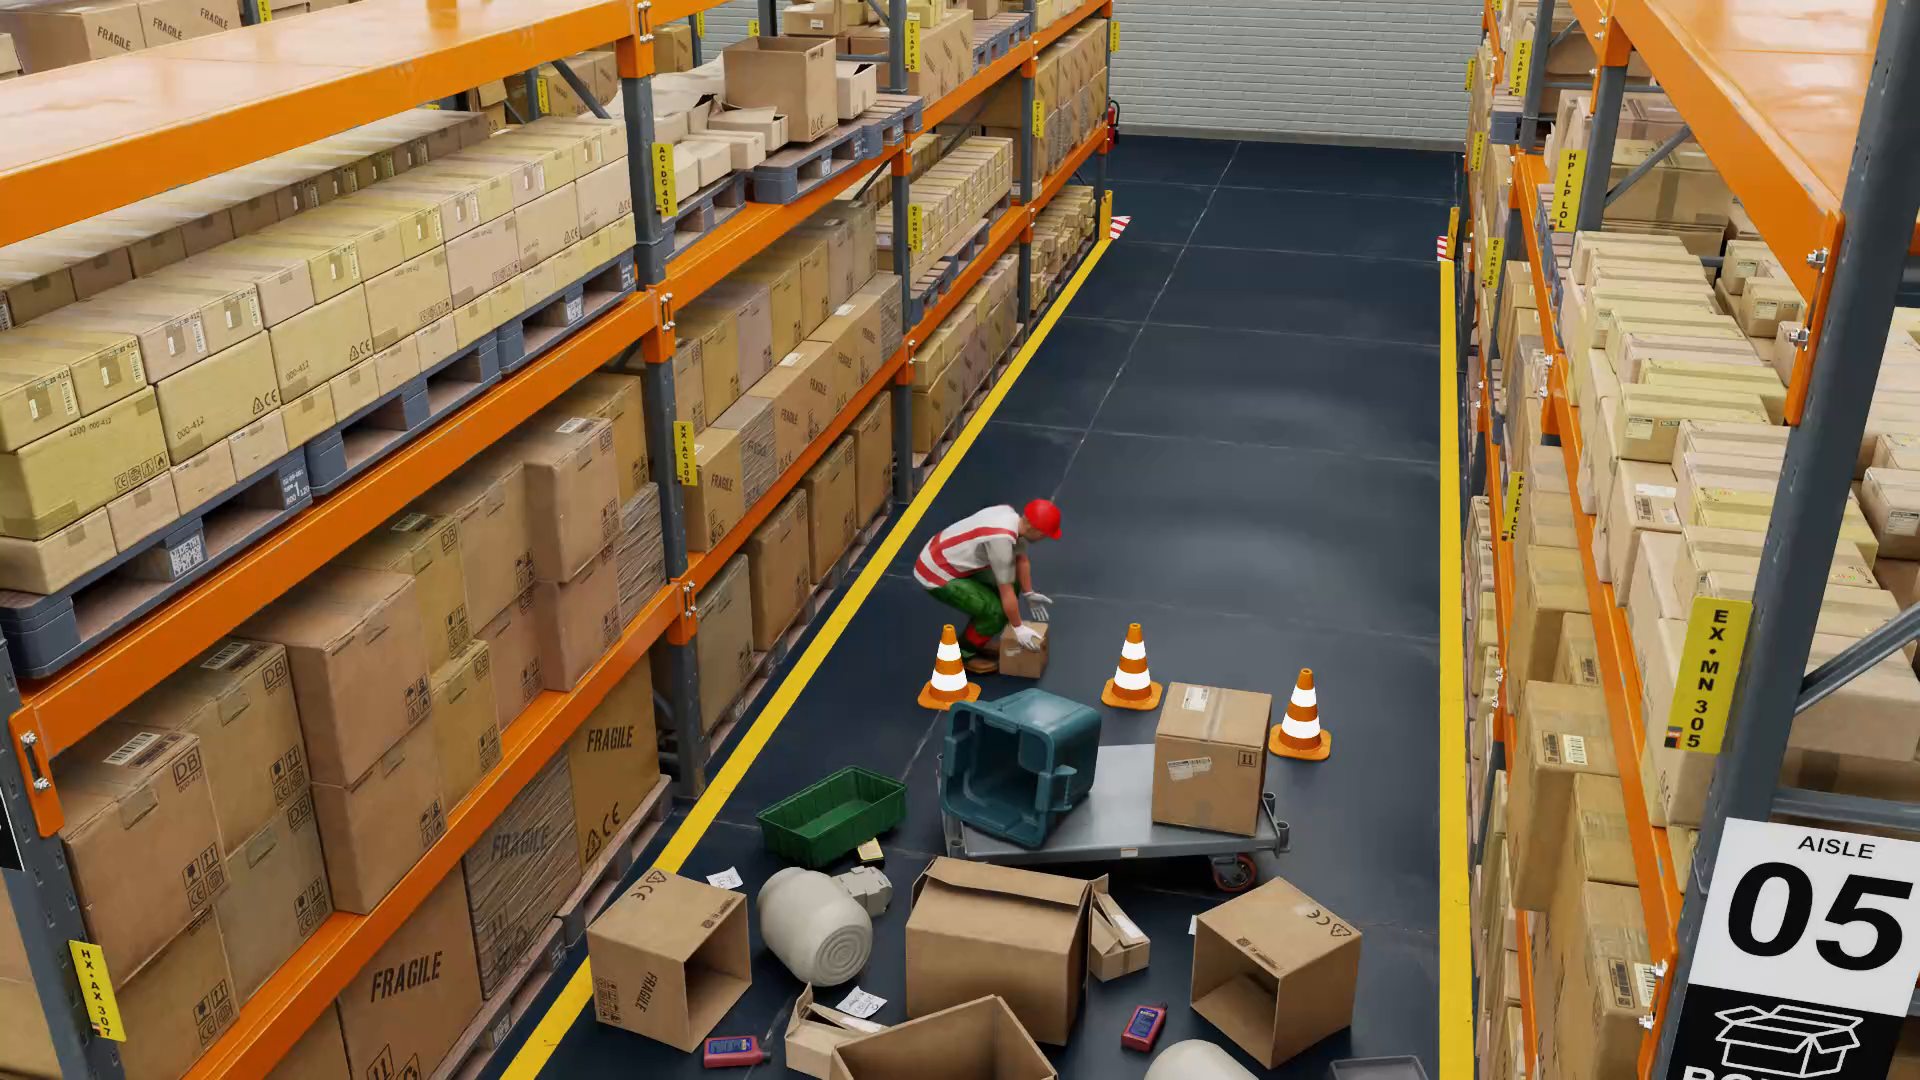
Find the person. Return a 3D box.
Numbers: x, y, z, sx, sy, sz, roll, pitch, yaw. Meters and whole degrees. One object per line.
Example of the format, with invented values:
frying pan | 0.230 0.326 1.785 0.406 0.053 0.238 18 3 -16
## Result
person | 0.170 0.234 10.012 0.863 1.091 0.575 6 26 13
